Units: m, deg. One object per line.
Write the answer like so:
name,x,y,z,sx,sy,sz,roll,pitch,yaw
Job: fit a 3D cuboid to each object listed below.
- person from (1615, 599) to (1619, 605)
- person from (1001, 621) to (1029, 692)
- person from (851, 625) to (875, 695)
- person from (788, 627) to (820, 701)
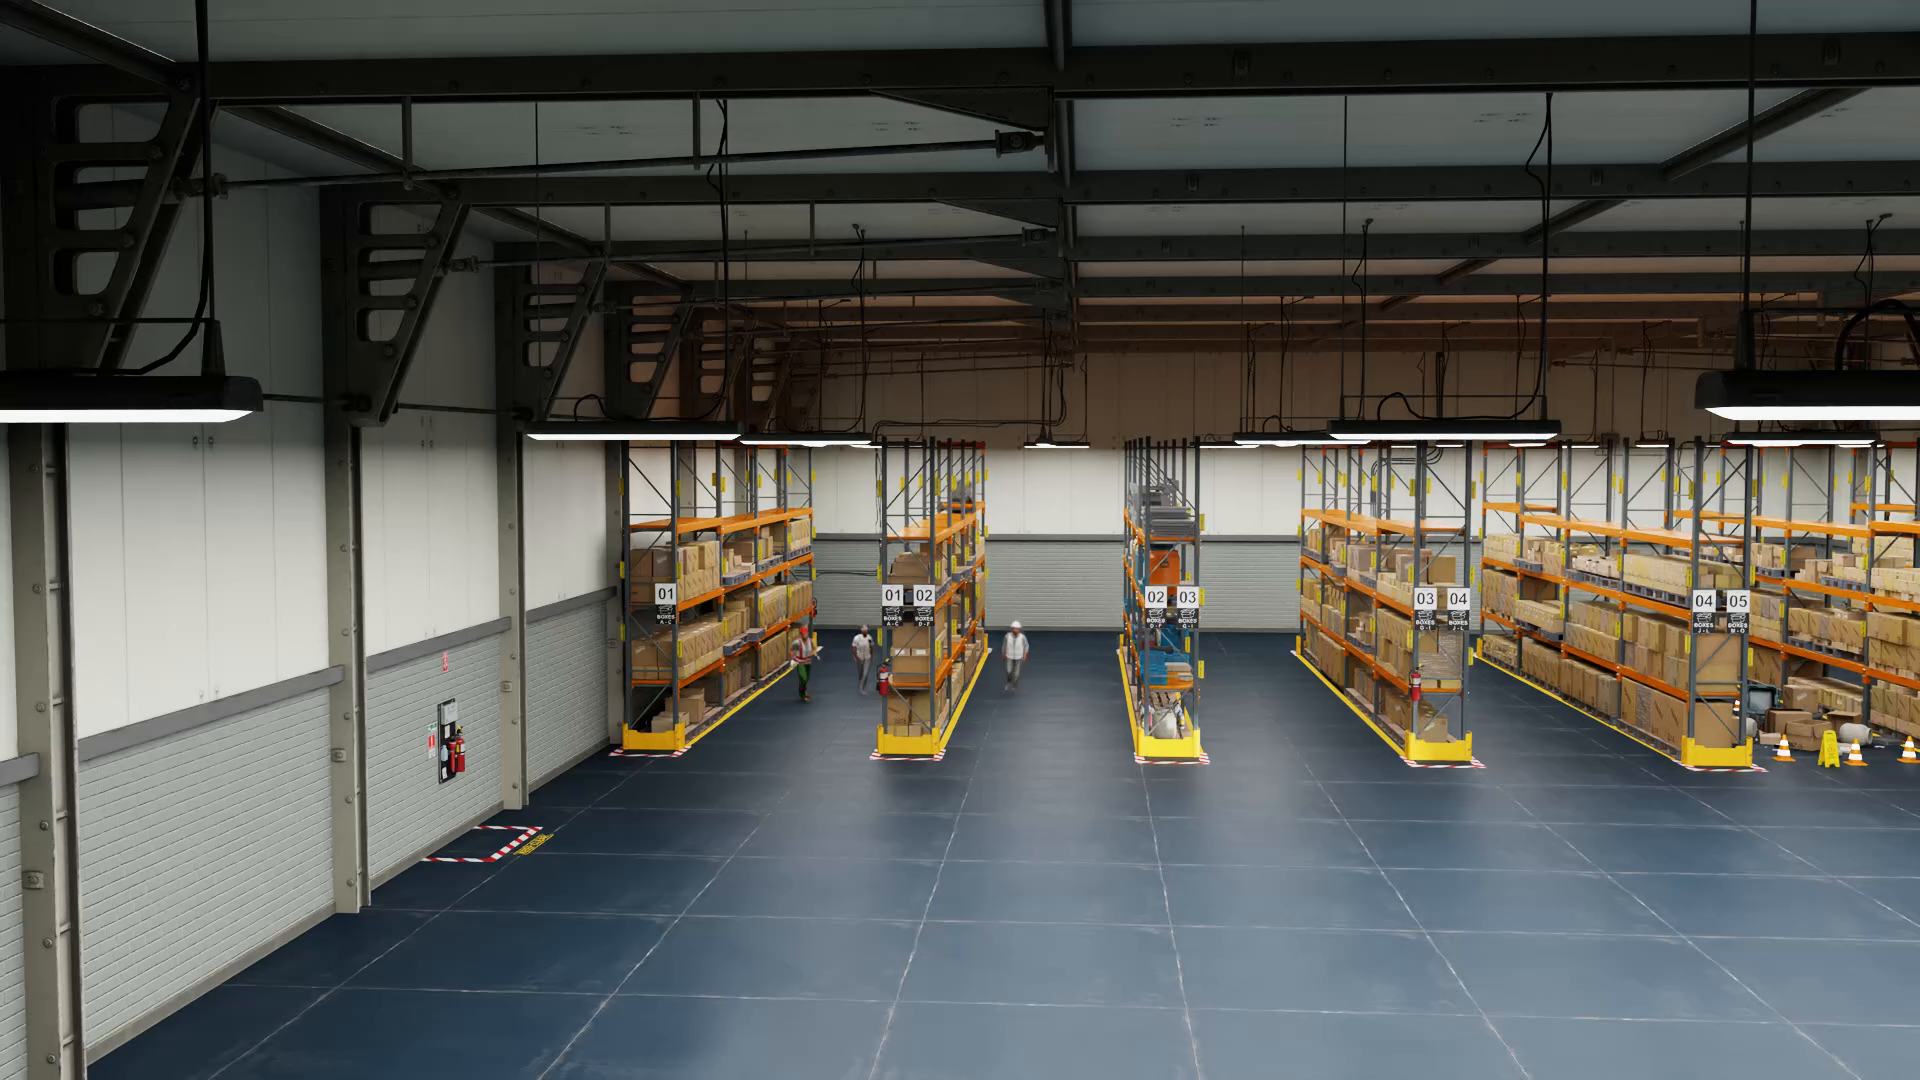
person,18.779,2.329,47.435,0.689,1.709,0.647,0,3,9
person,1.302,2.758,39.110,0.649,1.711,0.772,0,3,0
person,-2.287,2.810,39.326,0.581,1.652,0.602,0,3,-8
person,-3.552,2.850,38.156,0.674,1.738,0.843,-3,4,-44
